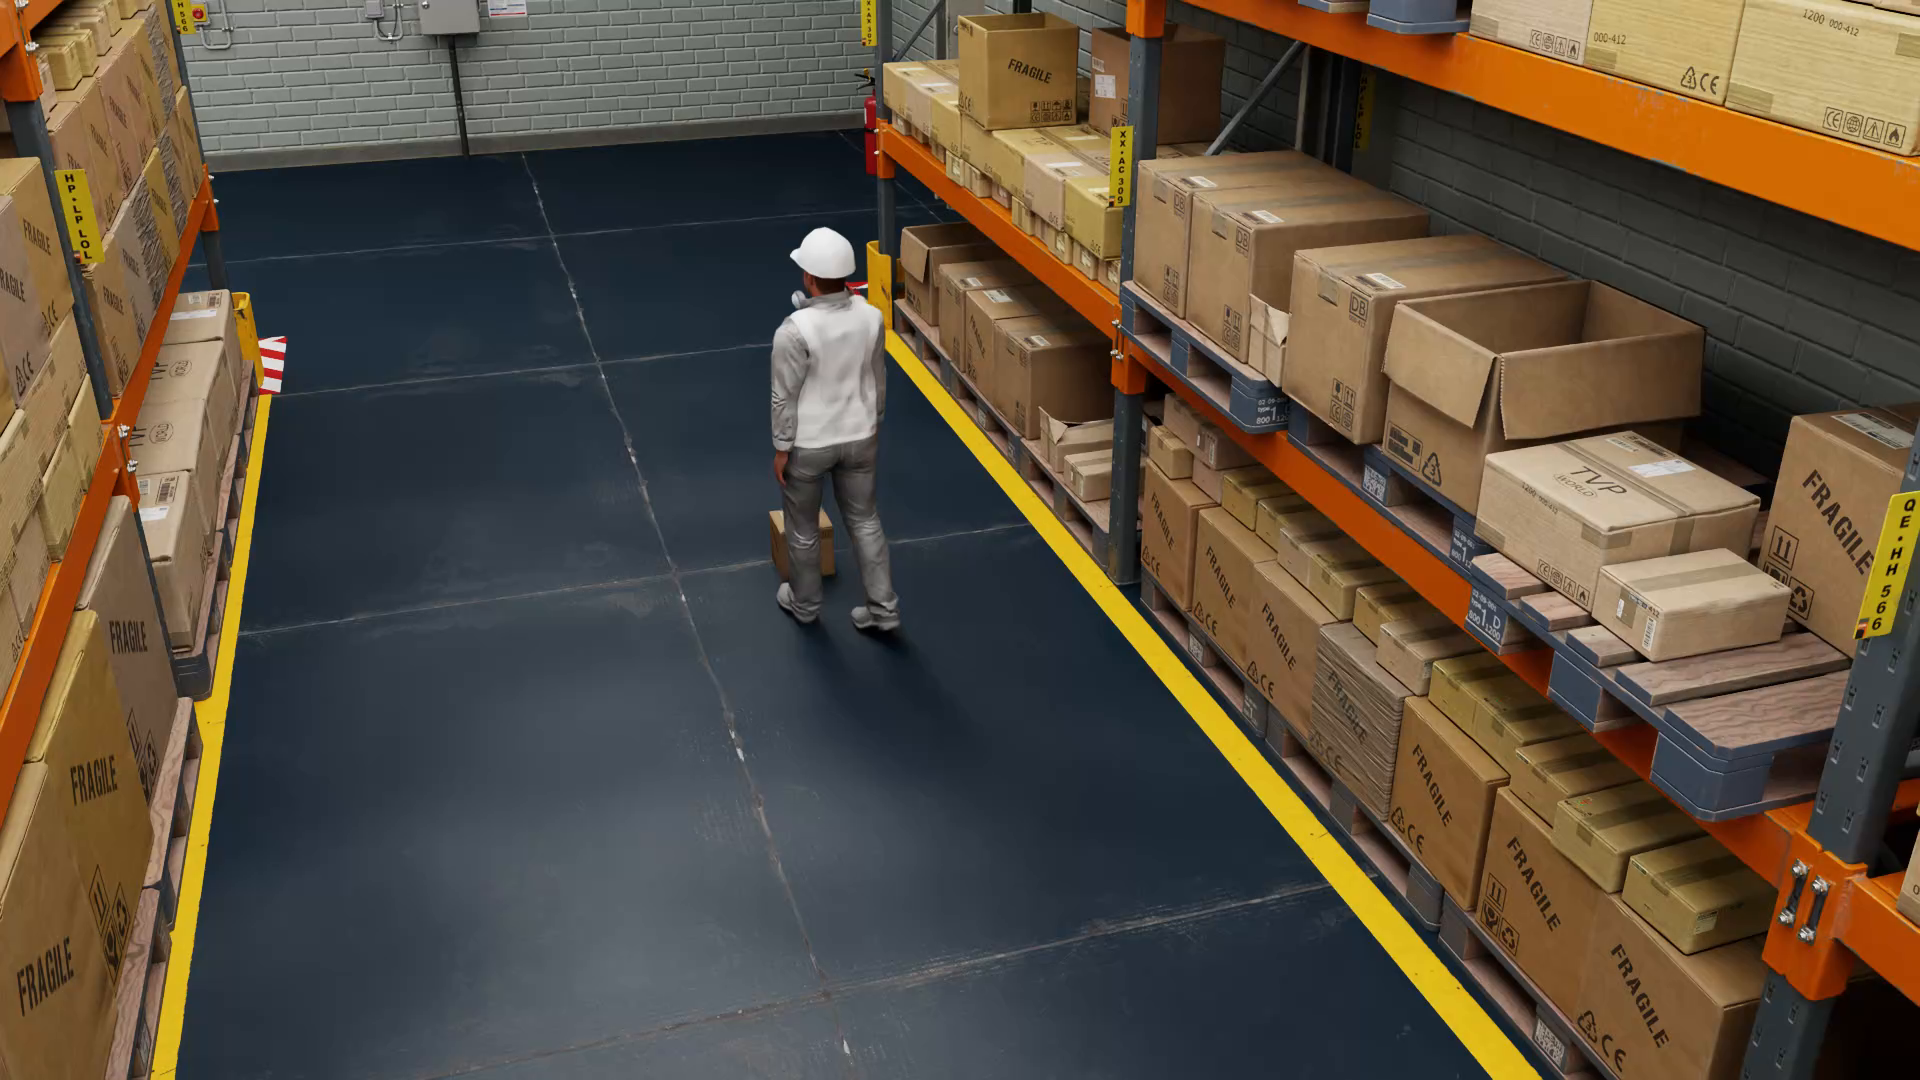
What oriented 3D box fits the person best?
[{"bbox_3d":[-0.555,-0.441,6.964,0.550,1.775,0.652,-14,30,-27],"label":"person"}]
